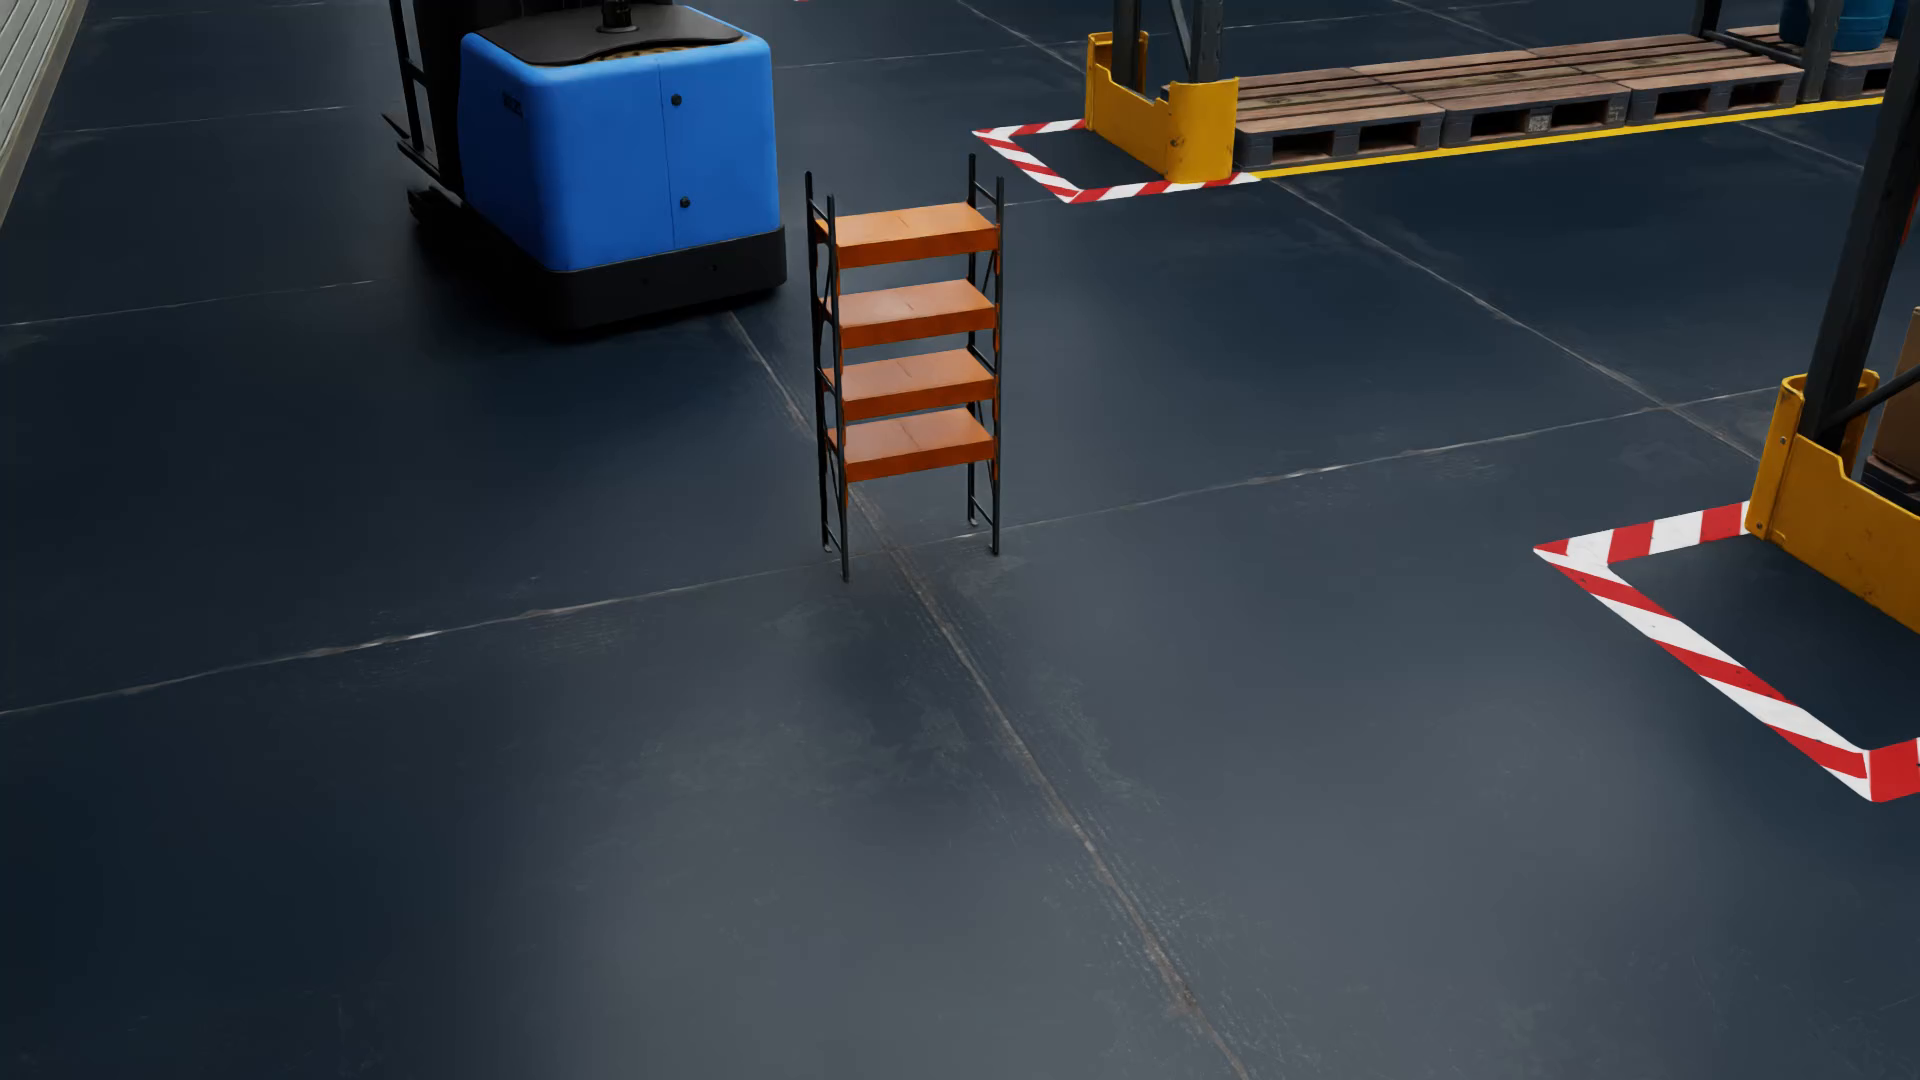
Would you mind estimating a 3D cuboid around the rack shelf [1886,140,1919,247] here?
[{"bbox_3d":[4.660,-1.137,4.943,4.000,0.370,1.077,-10,31,-18],"label":"rack shelf"}]

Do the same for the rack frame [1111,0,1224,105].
[{"bbox_3d":[1.062,-3.403,8.194,0.127,3.000,1.000,-10,31,-18],"label":"rack frame"}]

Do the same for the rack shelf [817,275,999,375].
[{"bbox_3d":[-0.155,-0.629,4.825,0.480,0.148,0.258,-10,31,-18],"label":"rack shelf"}]

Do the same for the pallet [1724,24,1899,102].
[{"bbox_3d":[5.548,-2.996,10.296,1.213,0.211,1.003,-10,31,-18],"label":"pallet"}]

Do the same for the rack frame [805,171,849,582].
[{"bbox_3d":[-0.384,-0.451,4.829,0.015,1.200,0.240,-10,31,-18],"label":"rack frame"}]

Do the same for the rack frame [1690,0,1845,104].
[{"bbox_3d":[4.811,-4.094,9.405,0.127,3.000,1.000,-10,31,-18],"label":"rack frame"}]

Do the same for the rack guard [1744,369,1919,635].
[{"bbox_3d":[2.857,-0.032,4.800,0.348,0.500,1.175,-10,31,-18],"label":"rack guard"}]

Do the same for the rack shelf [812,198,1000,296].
[{"bbox_3d":[-0.155,-0.834,4.708,0.480,0.148,0.258,-10,31,-18],"label":"rack shelf"}]

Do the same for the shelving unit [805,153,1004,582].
[{"bbox_3d":[-0.155,-0.493,4.903,0.503,1.200,0.258,-10,31,-18],"label":"shelving unit"}]

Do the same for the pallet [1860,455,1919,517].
[{"bbox_3d":[3.604,-0.044,5.114,1.213,0.211,1.003,-10,31,-18],"label":"pallet"}]

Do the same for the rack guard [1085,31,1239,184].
[{"bbox_3d":[1.044,-2.307,8.794,0.348,0.500,1.175,-10,31,-18],"label":"rack guard"}]

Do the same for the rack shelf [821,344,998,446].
[{"bbox_3d":[-0.155,-0.434,4.936,0.480,0.148,0.258,-10,31,-18],"label":"rack shelf"}]

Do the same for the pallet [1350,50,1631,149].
[{"bbox_3d":[2.990,-2.525,9.468,1.213,0.211,1.003,-10,31,-18],"label":"pallet"}]

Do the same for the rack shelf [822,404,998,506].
[{"bbox_3d":[-0.155,-0.262,5.034,0.480,0.148,0.258,-10,31,-18],"label":"rack shelf"}]

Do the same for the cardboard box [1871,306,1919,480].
[{"bbox_3d":[3.209,-0.418,5.034,0.500,0.500,0.500,-10,31,-18],"label":"cardboard box"}]

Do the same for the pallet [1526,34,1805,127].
[{"bbox_3d":[4.135,-2.737,9.841,1.213,0.211,1.003,-10,31,-18],"label":"pallet"}]

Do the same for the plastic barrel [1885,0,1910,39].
[{"bbox_3d":[5.990,-3.573,10.186,0.708,0.901,0.600,-10,31,-18],"label":"plastic barrel"}]

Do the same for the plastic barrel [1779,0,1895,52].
[{"bbox_3d":[5.327,-3.451,9.972,0.708,0.901,0.600,-10,31,-18],"label":"plastic barrel"}]

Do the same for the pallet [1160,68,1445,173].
[{"bbox_3d":[1.848,-2.316,9.102,1.213,0.211,1.003,-10,31,-18],"label":"pallet"}]

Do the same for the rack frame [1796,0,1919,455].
[{"bbox_3d":[2.786,-1.105,4.159,0.127,3.000,1.000,-10,31,-18],"label":"rack frame"}]

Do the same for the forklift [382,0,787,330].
[{"bbox_3d":[-1.945,-2.791,7.188,1.130,2.935,3.031,-17,34,-28],"label":"forklift"}]

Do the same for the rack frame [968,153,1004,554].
[{"bbox_3d":[0.074,-0.535,4.977,0.015,1.200,0.240,-10,31,-18],"label":"rack frame"}]
